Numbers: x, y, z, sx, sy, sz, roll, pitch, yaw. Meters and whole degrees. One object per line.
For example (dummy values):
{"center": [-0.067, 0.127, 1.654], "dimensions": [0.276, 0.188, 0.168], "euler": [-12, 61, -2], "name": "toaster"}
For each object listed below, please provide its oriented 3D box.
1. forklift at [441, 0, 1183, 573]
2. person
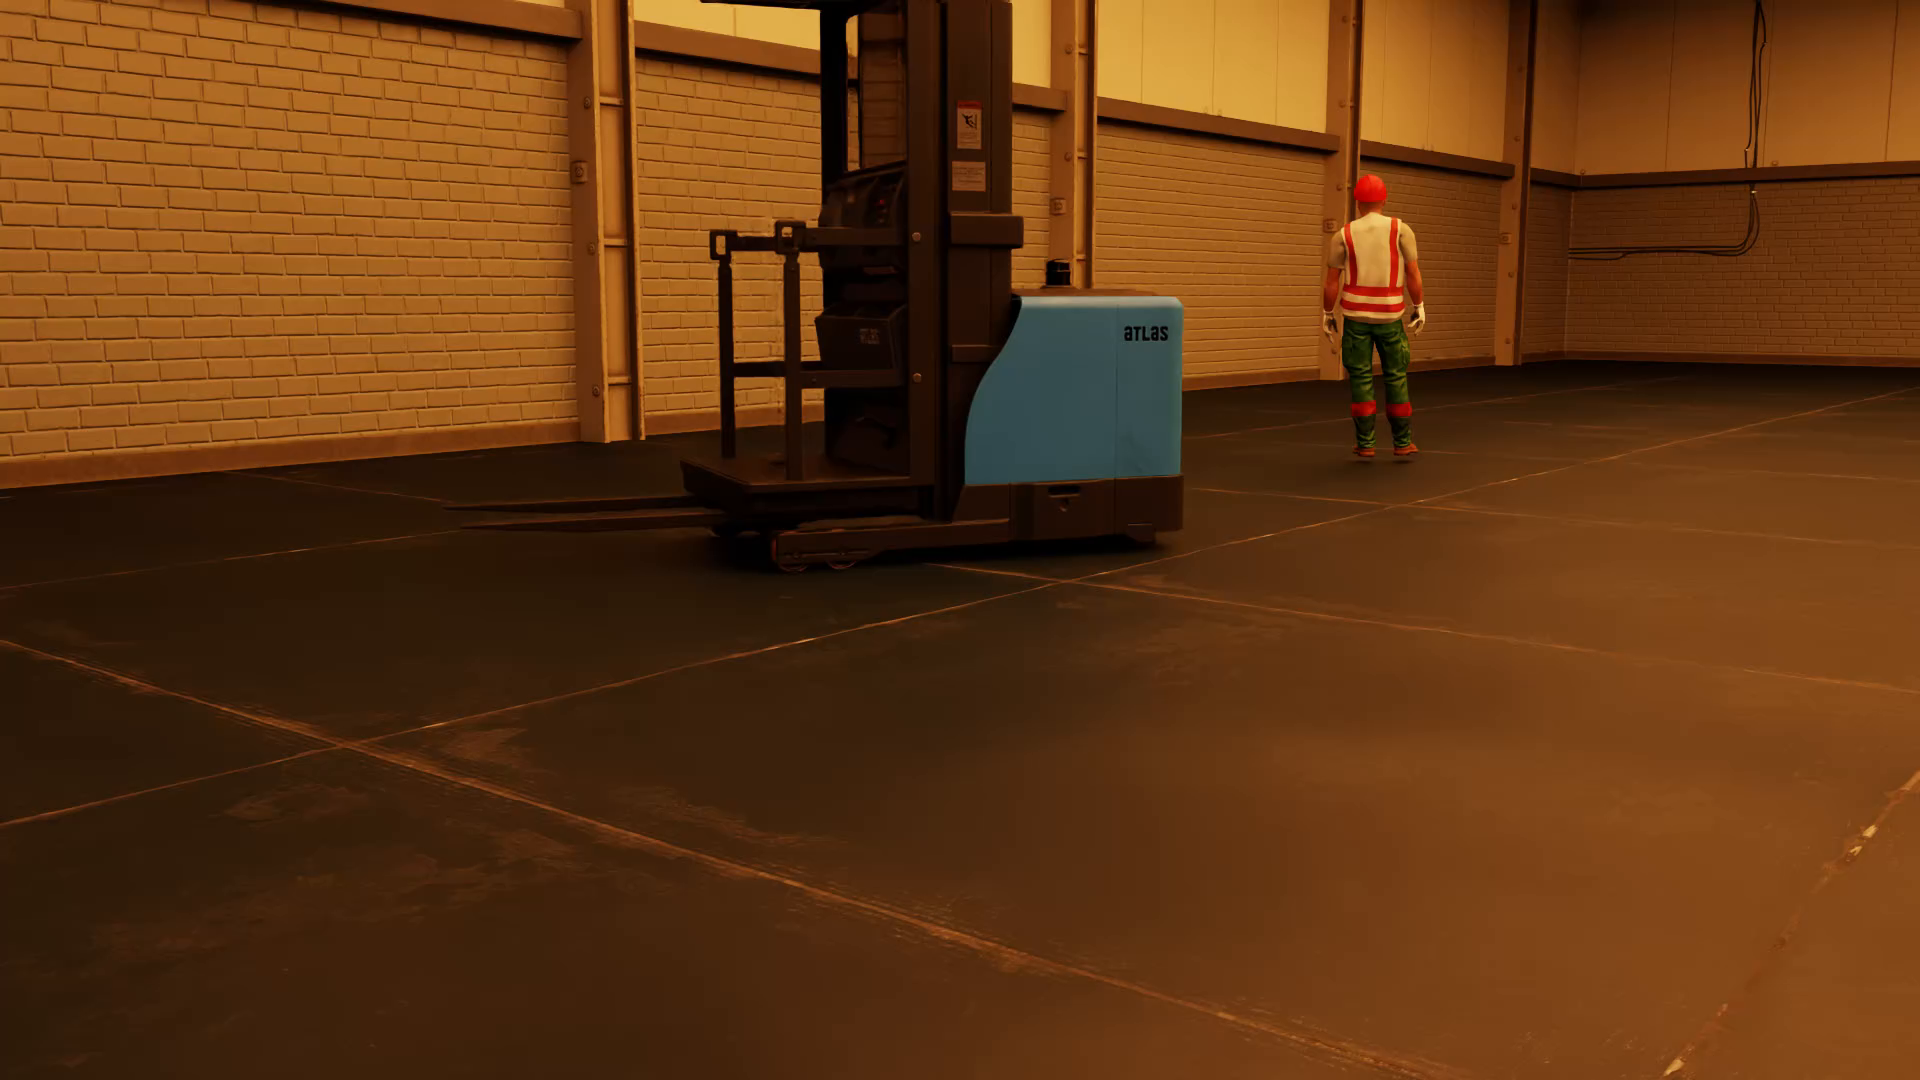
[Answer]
{"center": [-0.596, -1.407, 6.900], "dimensions": [3.031, 2.935, 1.130], "euler": [-3, 9, -23], "name": "forklift"}
{"center": [2.669, -1.438, 10.724], "dimensions": [0.638, 1.789, 0.563], "euler": [2, 9, 14], "name": "person"}
